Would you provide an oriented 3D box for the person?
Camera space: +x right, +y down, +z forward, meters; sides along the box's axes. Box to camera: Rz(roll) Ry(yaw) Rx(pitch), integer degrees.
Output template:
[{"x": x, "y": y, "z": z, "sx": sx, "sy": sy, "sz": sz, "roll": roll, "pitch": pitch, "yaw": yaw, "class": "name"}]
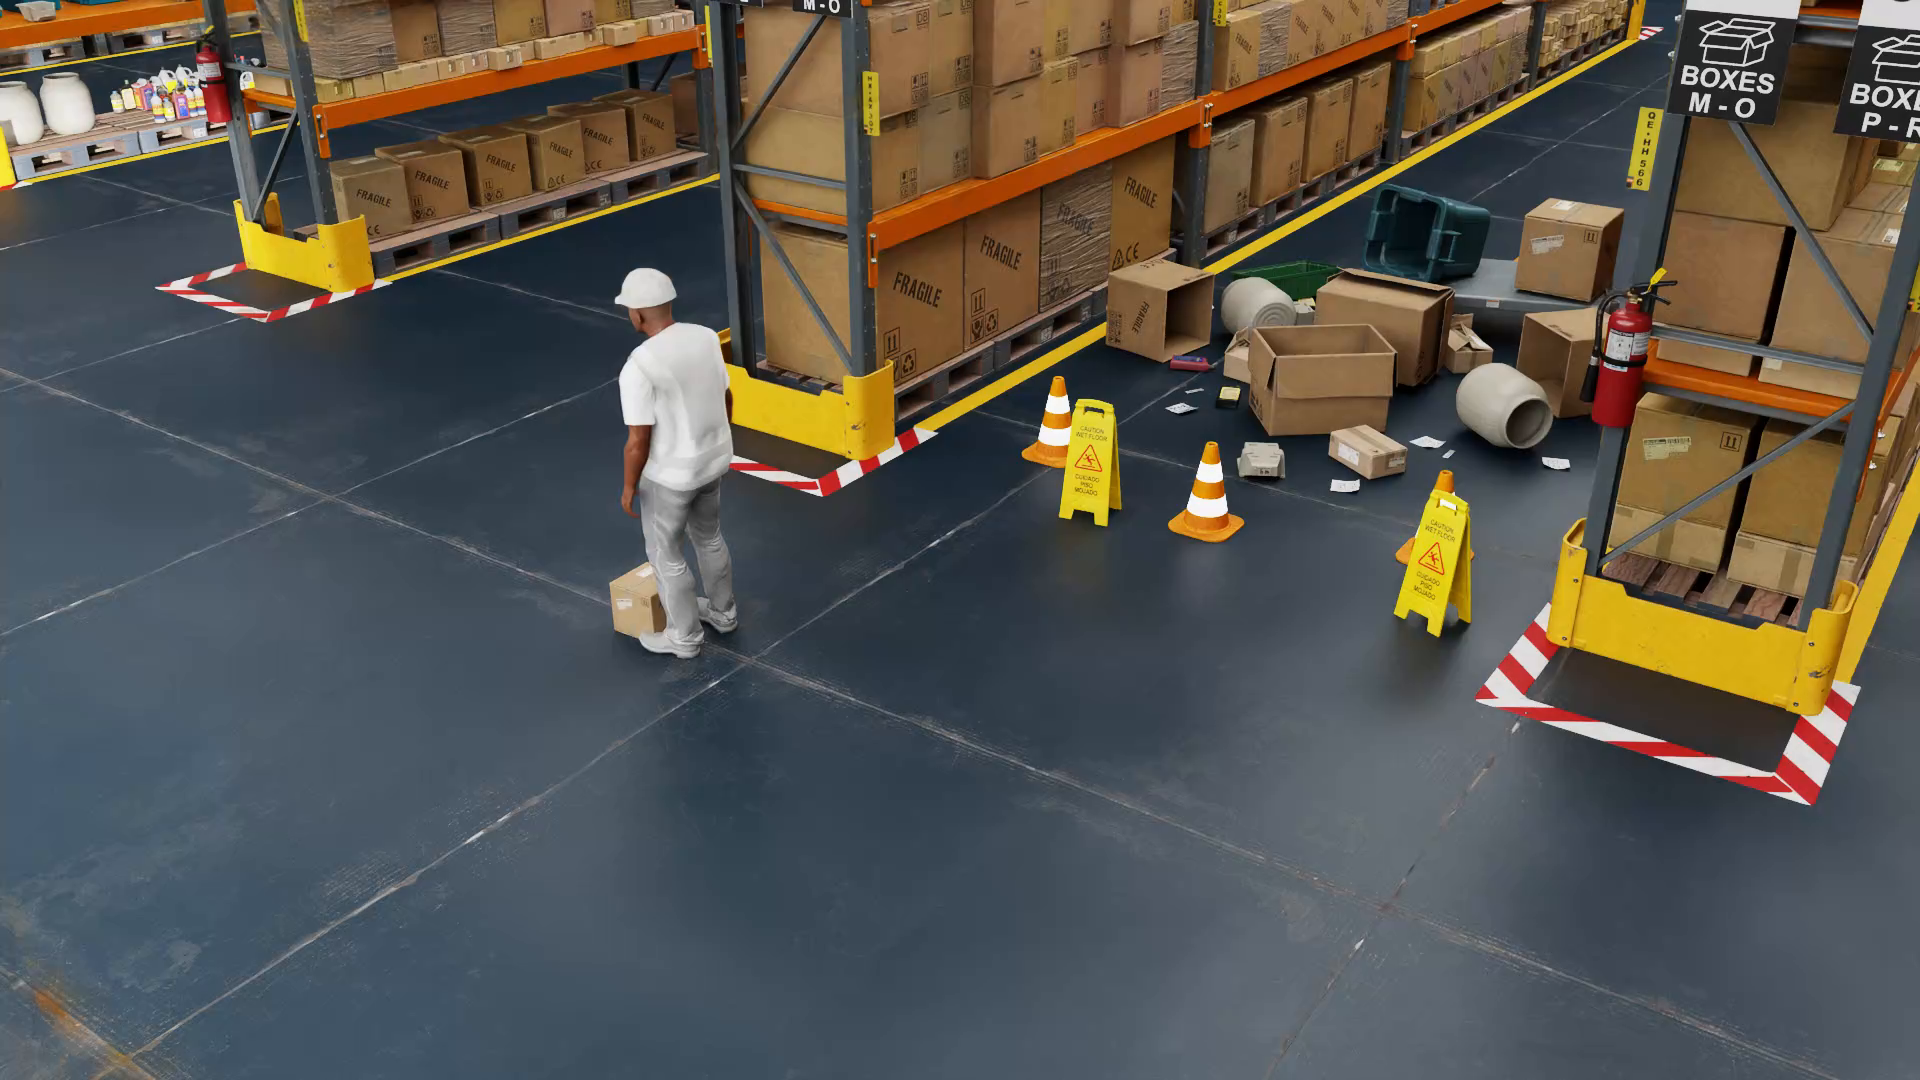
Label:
[{"x": -1.234, "y": -0.330, "z": 7.250, "sx": 0.458, "sy": 1.761, "sz": 0.628, "roll": 17, "pitch": 32, "yaw": 31, "class": "person"}]
